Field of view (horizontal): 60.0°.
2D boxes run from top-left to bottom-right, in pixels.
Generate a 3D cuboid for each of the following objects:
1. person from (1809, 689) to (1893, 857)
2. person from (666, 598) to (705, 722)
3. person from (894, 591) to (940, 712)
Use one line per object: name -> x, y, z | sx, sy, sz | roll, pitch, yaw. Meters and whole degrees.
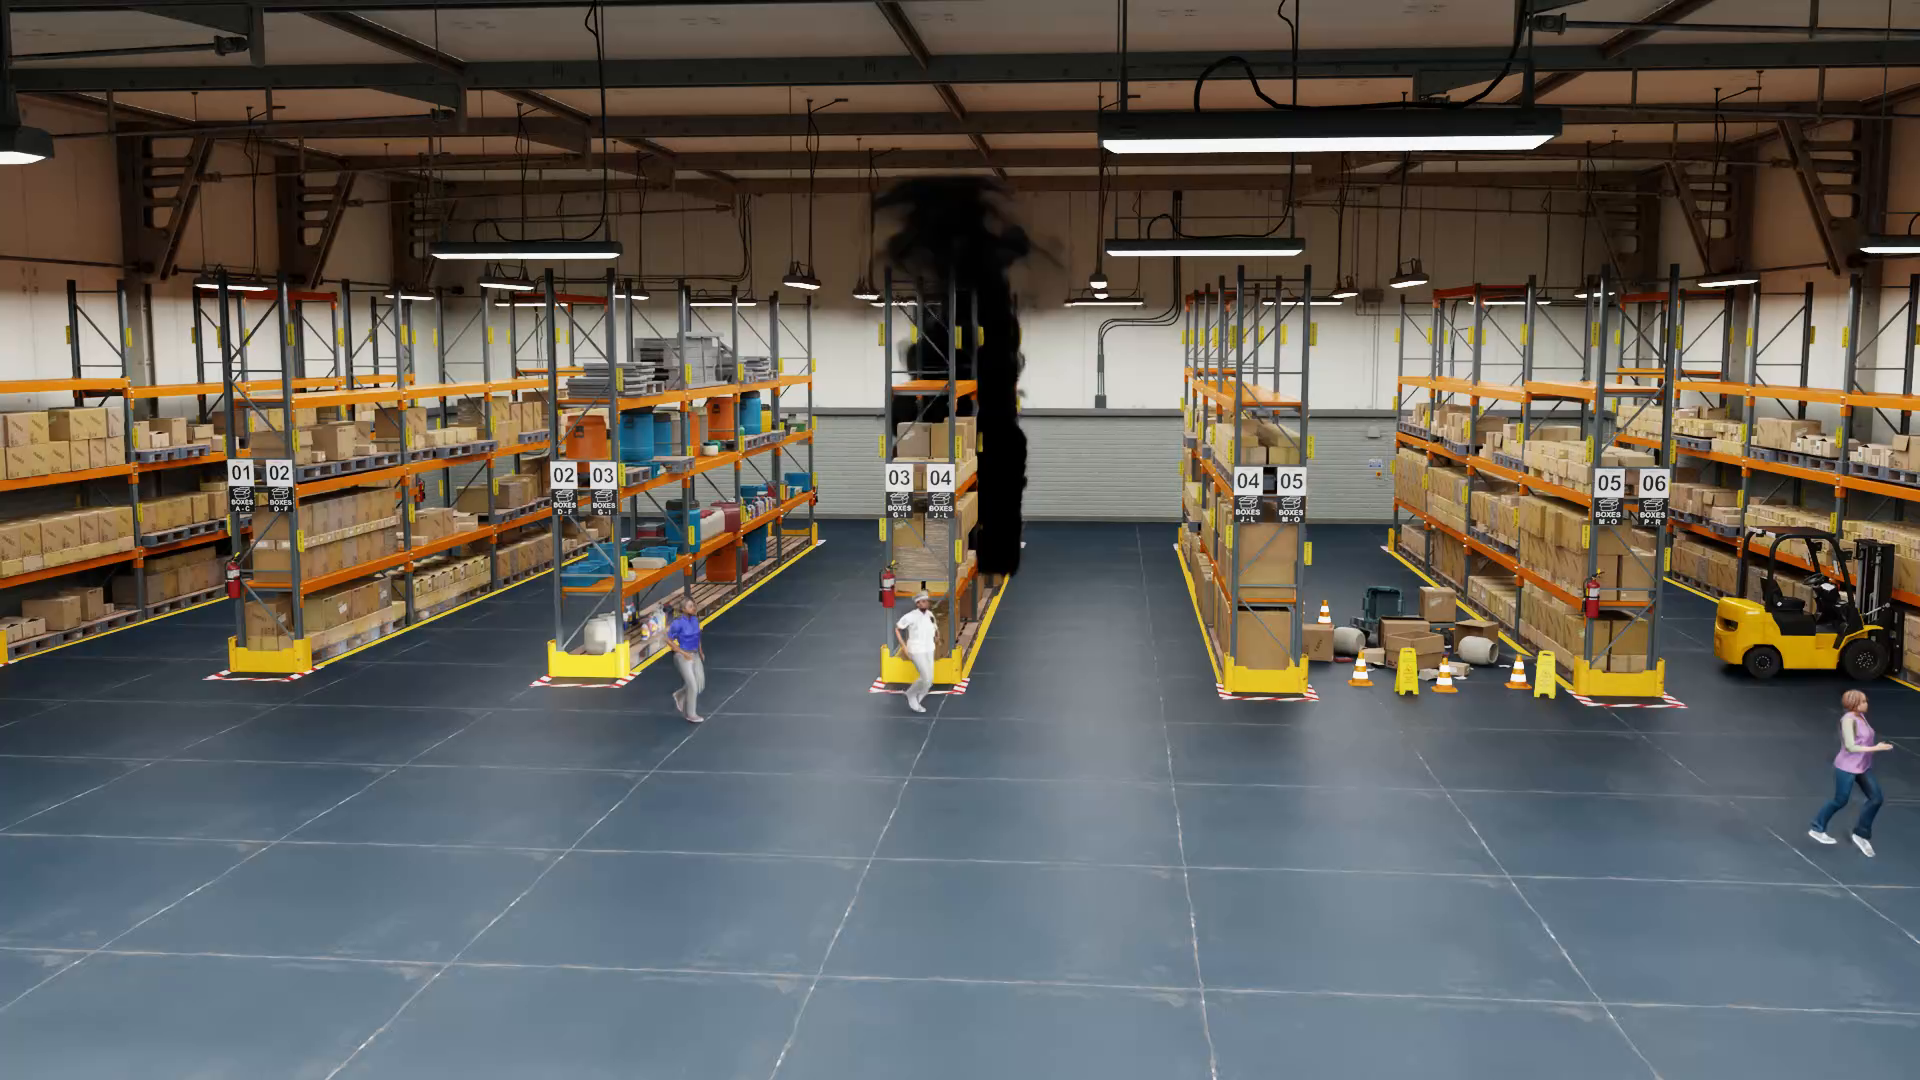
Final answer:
person -> 8.671, 2.256, 16.159 | 0.507, 1.641, 0.702 | -5, 9, -37
person -> -3.612, 1.562, 21.789 | 0.583, 1.619, 0.587 | 5, 8, 34
person -> -0.486, 1.493, 22.184 | 0.596, 1.643, 0.537 | -7, 10, -44
